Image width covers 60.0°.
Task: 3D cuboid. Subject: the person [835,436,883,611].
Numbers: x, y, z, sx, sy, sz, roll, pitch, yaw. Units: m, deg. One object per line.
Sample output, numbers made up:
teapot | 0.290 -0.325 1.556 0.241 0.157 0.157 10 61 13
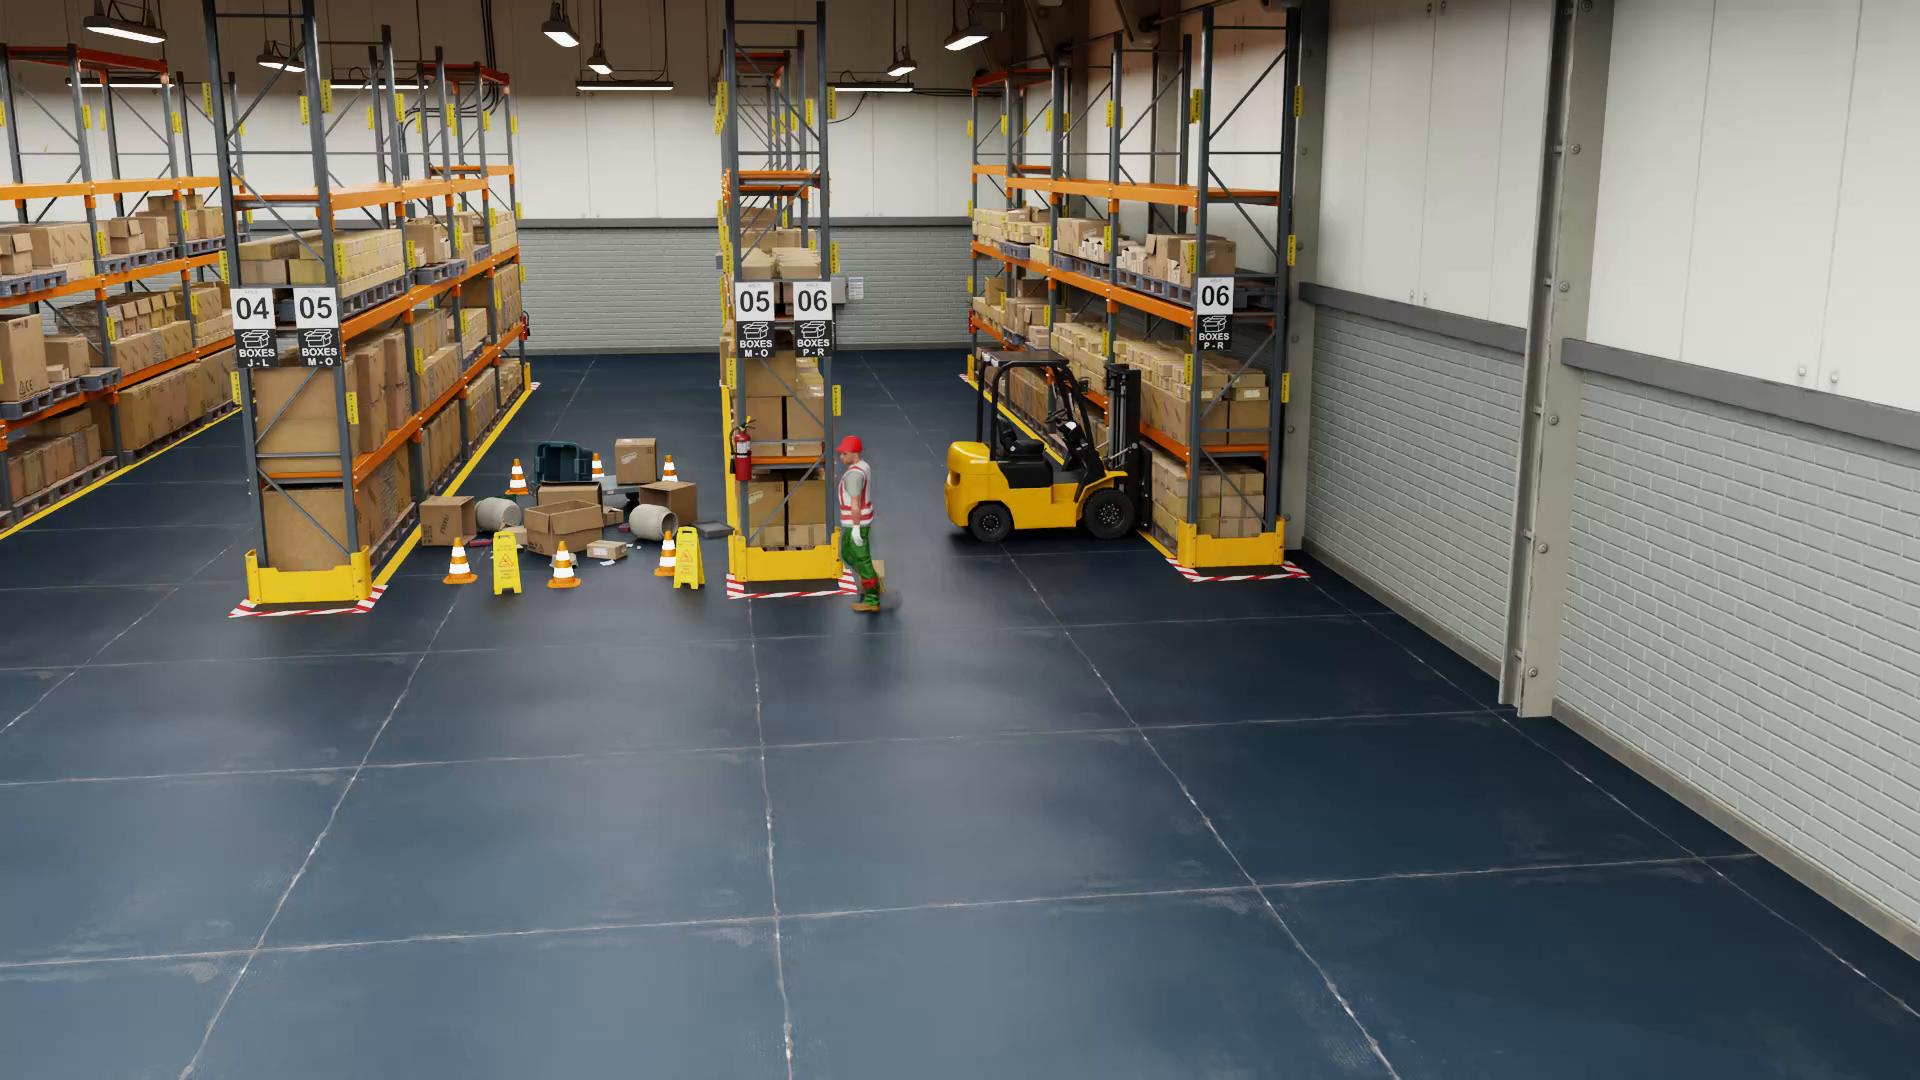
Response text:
person | -1.010 -0.169 16.579 0.435 1.775 0.672 1 13 6
